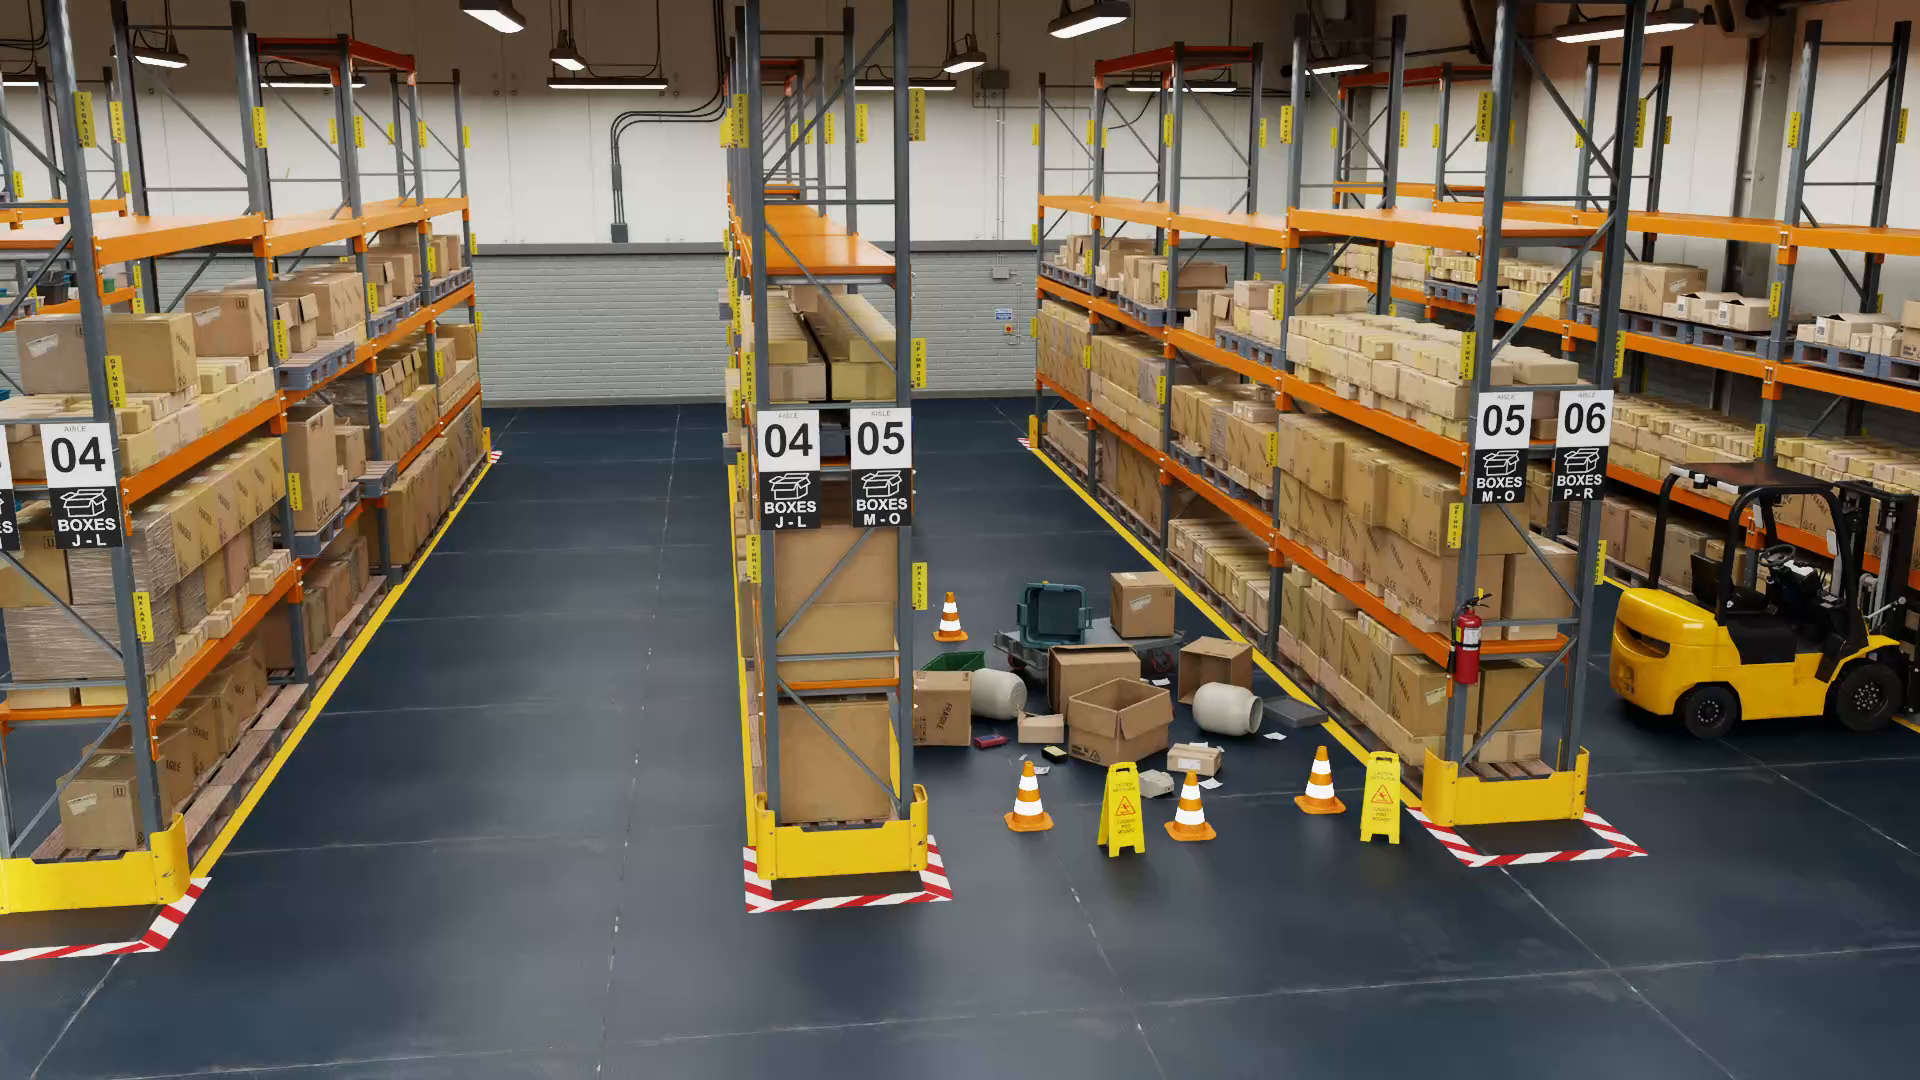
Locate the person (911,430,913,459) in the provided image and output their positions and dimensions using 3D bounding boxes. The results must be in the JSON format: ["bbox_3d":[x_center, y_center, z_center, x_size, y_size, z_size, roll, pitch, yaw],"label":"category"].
[{"bbox_3d":[-0.861,-1.197,22.509,0.443,1.667,0.425,-1,13,-6],"label":"person"}]
